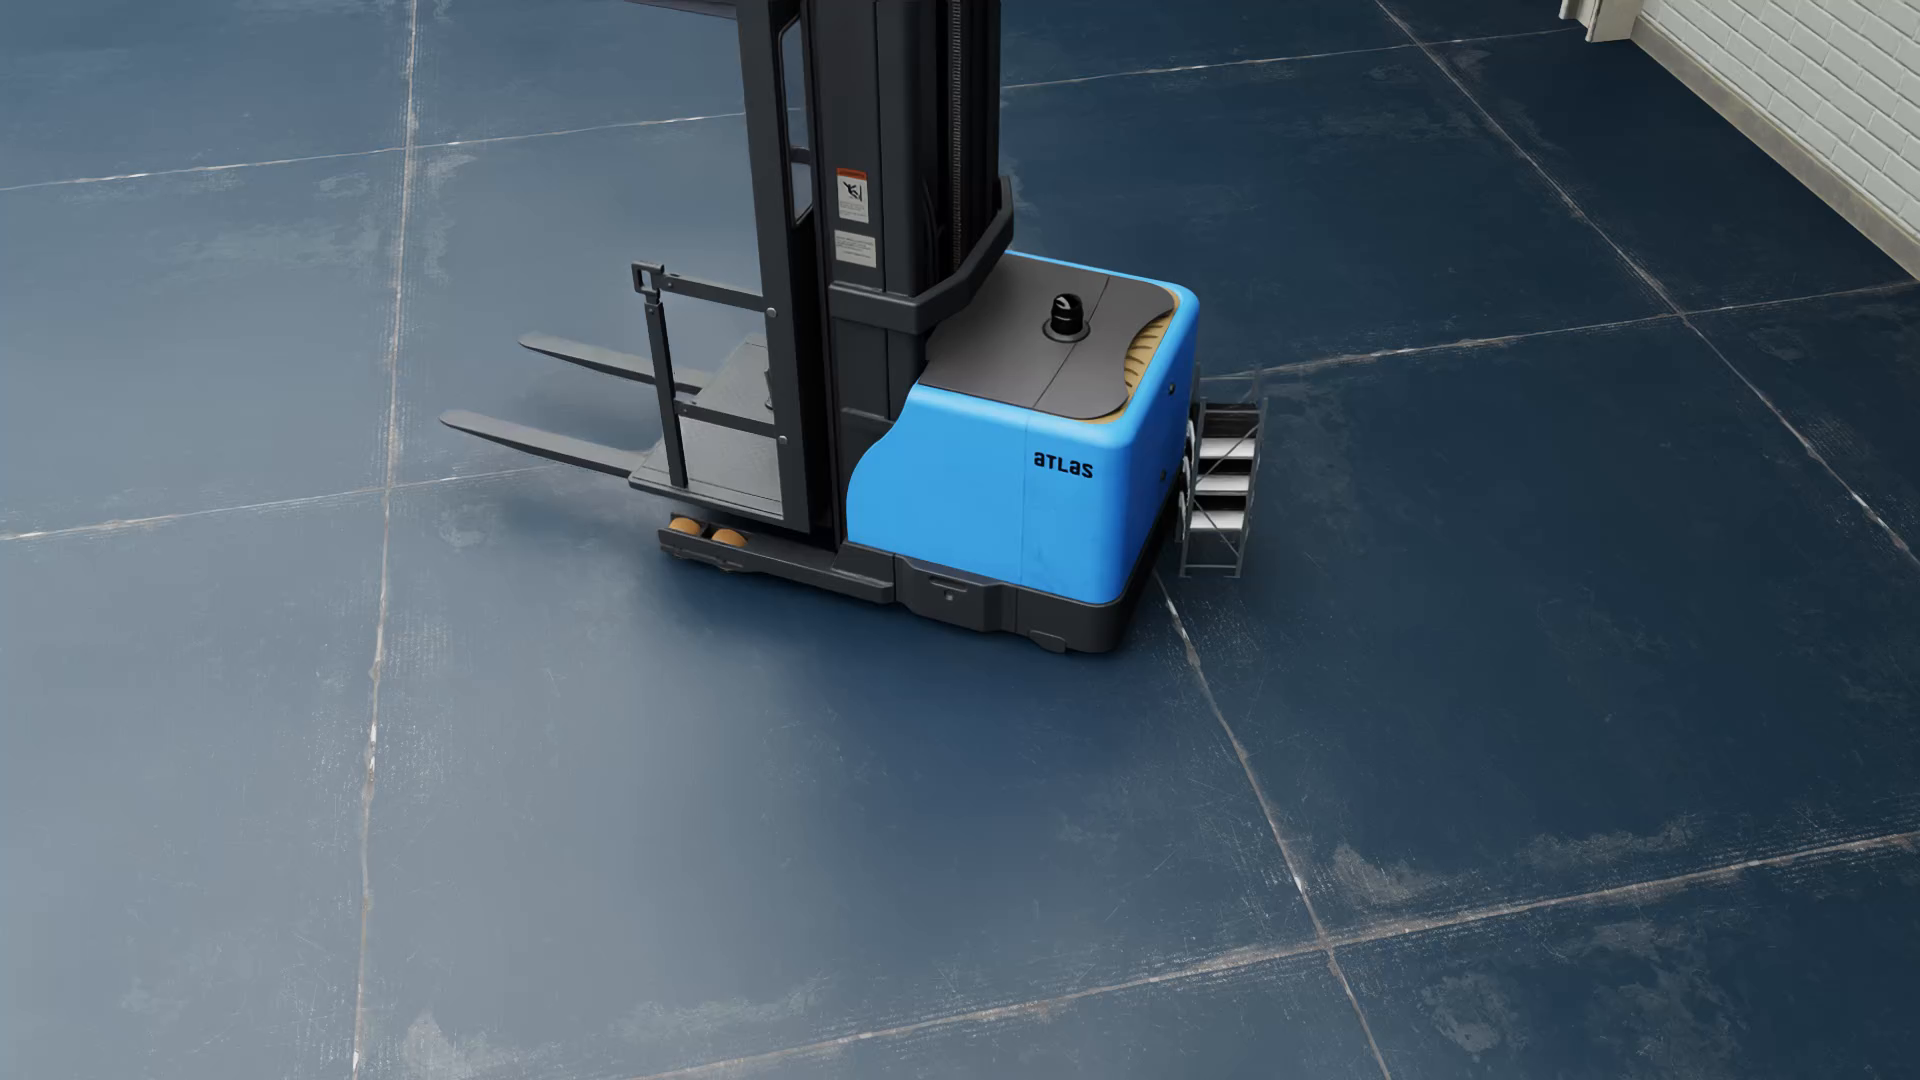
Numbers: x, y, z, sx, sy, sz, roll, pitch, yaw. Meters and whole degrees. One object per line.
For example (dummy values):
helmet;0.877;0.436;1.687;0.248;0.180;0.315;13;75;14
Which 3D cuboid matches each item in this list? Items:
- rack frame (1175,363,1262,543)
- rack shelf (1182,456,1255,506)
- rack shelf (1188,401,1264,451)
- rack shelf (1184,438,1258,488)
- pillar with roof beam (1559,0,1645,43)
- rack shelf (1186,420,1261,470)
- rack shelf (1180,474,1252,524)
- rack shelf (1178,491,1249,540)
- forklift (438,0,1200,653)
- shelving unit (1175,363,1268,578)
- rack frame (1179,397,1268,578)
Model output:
rack frame;0.989;-0.319;6.425;0.240;0.900;0.006;1;43;1
rack shelf;0.988;-0.226;6.373;0.258;0.077;0.200;1;43;1
rack shelf;0.988;-0.423;6.189;0.258;0.077;0.200;1;43;1
rack shelf;0.988;-0.292;6.312;0.258;0.077;0.200;1;43;1
pillar with roof beam;-0.243;-5.944;6.668;9.100;9.000;0.400;-8;42;-9
rack shelf;0.988;-0.357;6.250;0.258;0.077;0.200;1;43;1
rack shelf;0.988;-0.160;6.434;0.258;0.077;0.200;1;43;1
rack shelf;0.988;-0.094;6.496;0.258;0.077;0.200;1;43;1
forklift;-0.663;-1.286;5.991;3.031;2.935;1.130;14;44;16
shelving unit;0.988;-0.250;6.350;0.258;0.900;0.210;1;43;1
rack frame;0.986;-0.181;6.276;0.240;0.900;0.006;1;43;1
